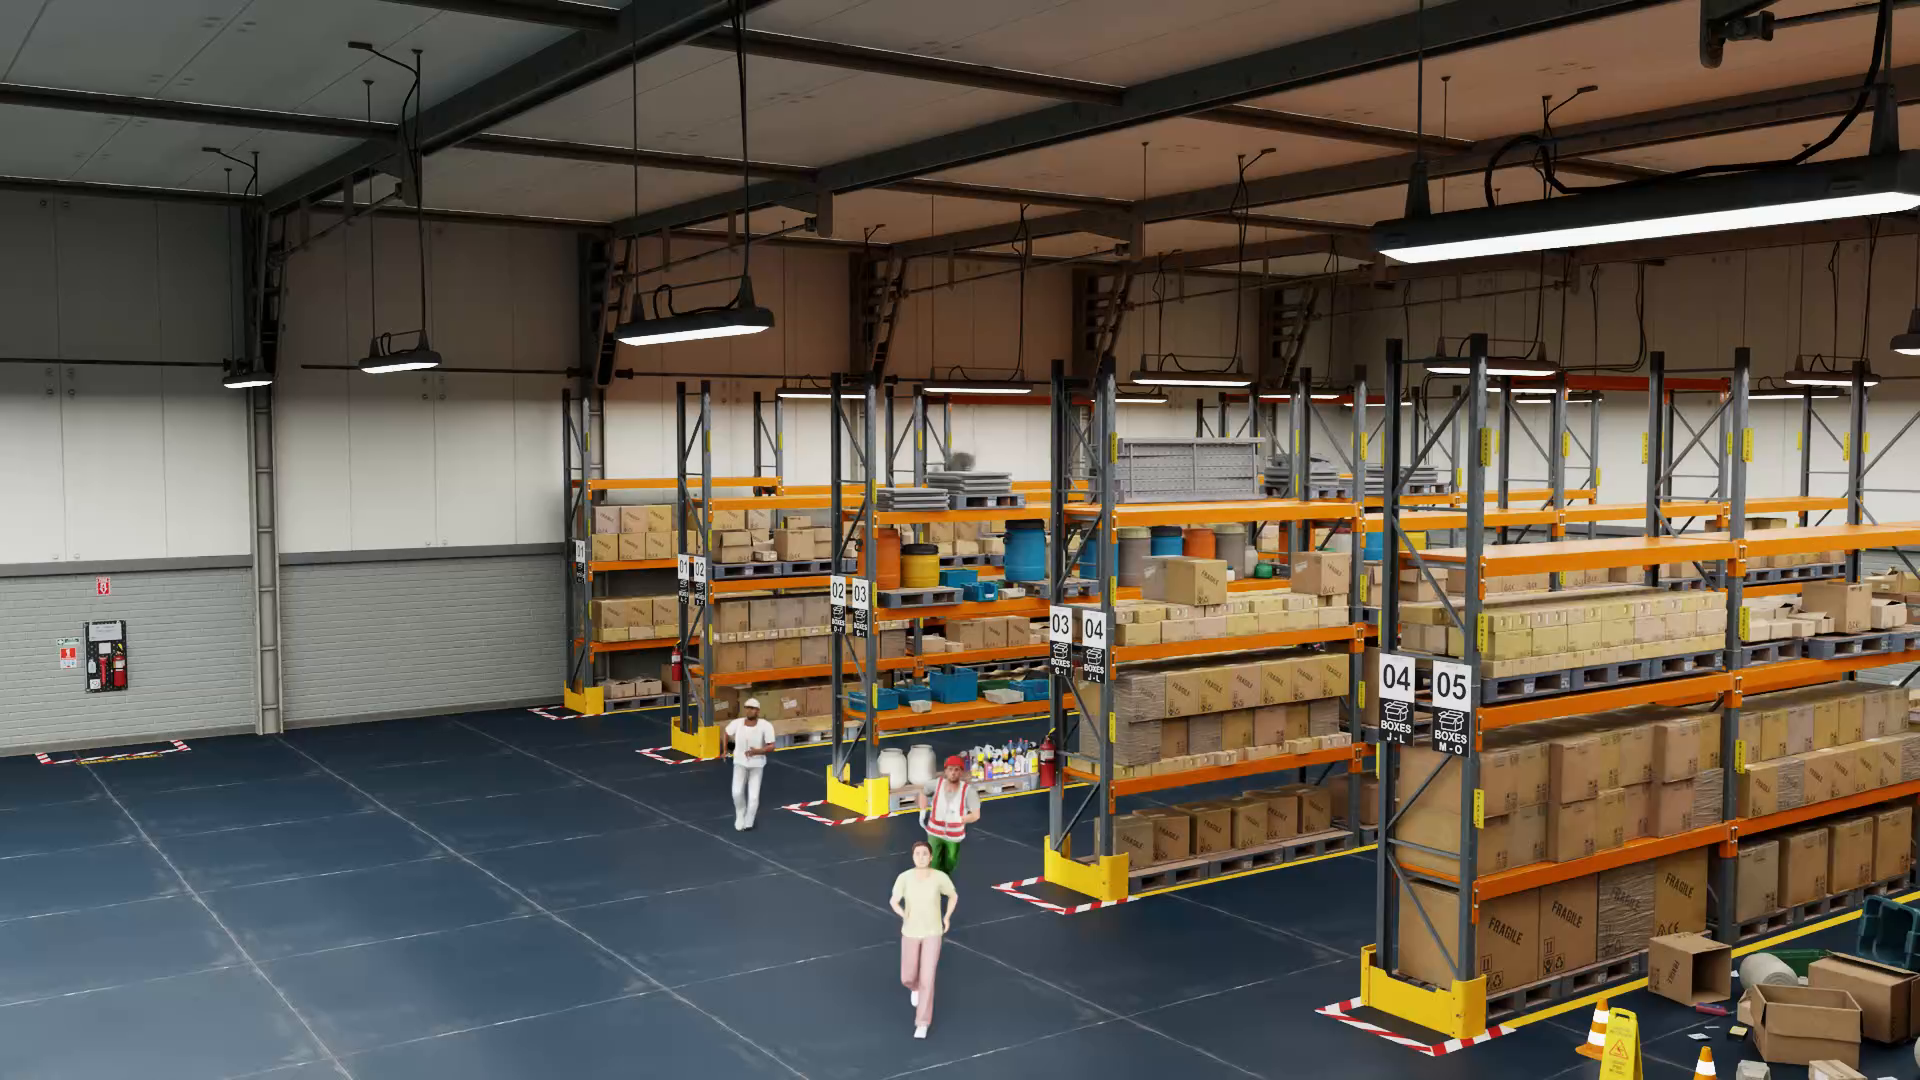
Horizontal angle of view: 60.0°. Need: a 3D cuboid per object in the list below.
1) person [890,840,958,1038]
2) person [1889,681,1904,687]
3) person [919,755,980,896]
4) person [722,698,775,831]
[{"bbox_3d":[-0.317,3.422,14.456,0.588,1.622,0.783,0,4,4],"label":"person"},{"bbox_3d":[12.911,2.818,22.917,0.886,1.780,0.644,-2,4,-33],"label":"person"},{"bbox_3d":[-0.116,3.167,17.590,0.659,1.836,0.713,0,4,-1],"label":"person"},{"bbox_3d":[-2.747,2.910,21.570,0.700,1.715,0.646,0,4,-2],"label":"person"}]
